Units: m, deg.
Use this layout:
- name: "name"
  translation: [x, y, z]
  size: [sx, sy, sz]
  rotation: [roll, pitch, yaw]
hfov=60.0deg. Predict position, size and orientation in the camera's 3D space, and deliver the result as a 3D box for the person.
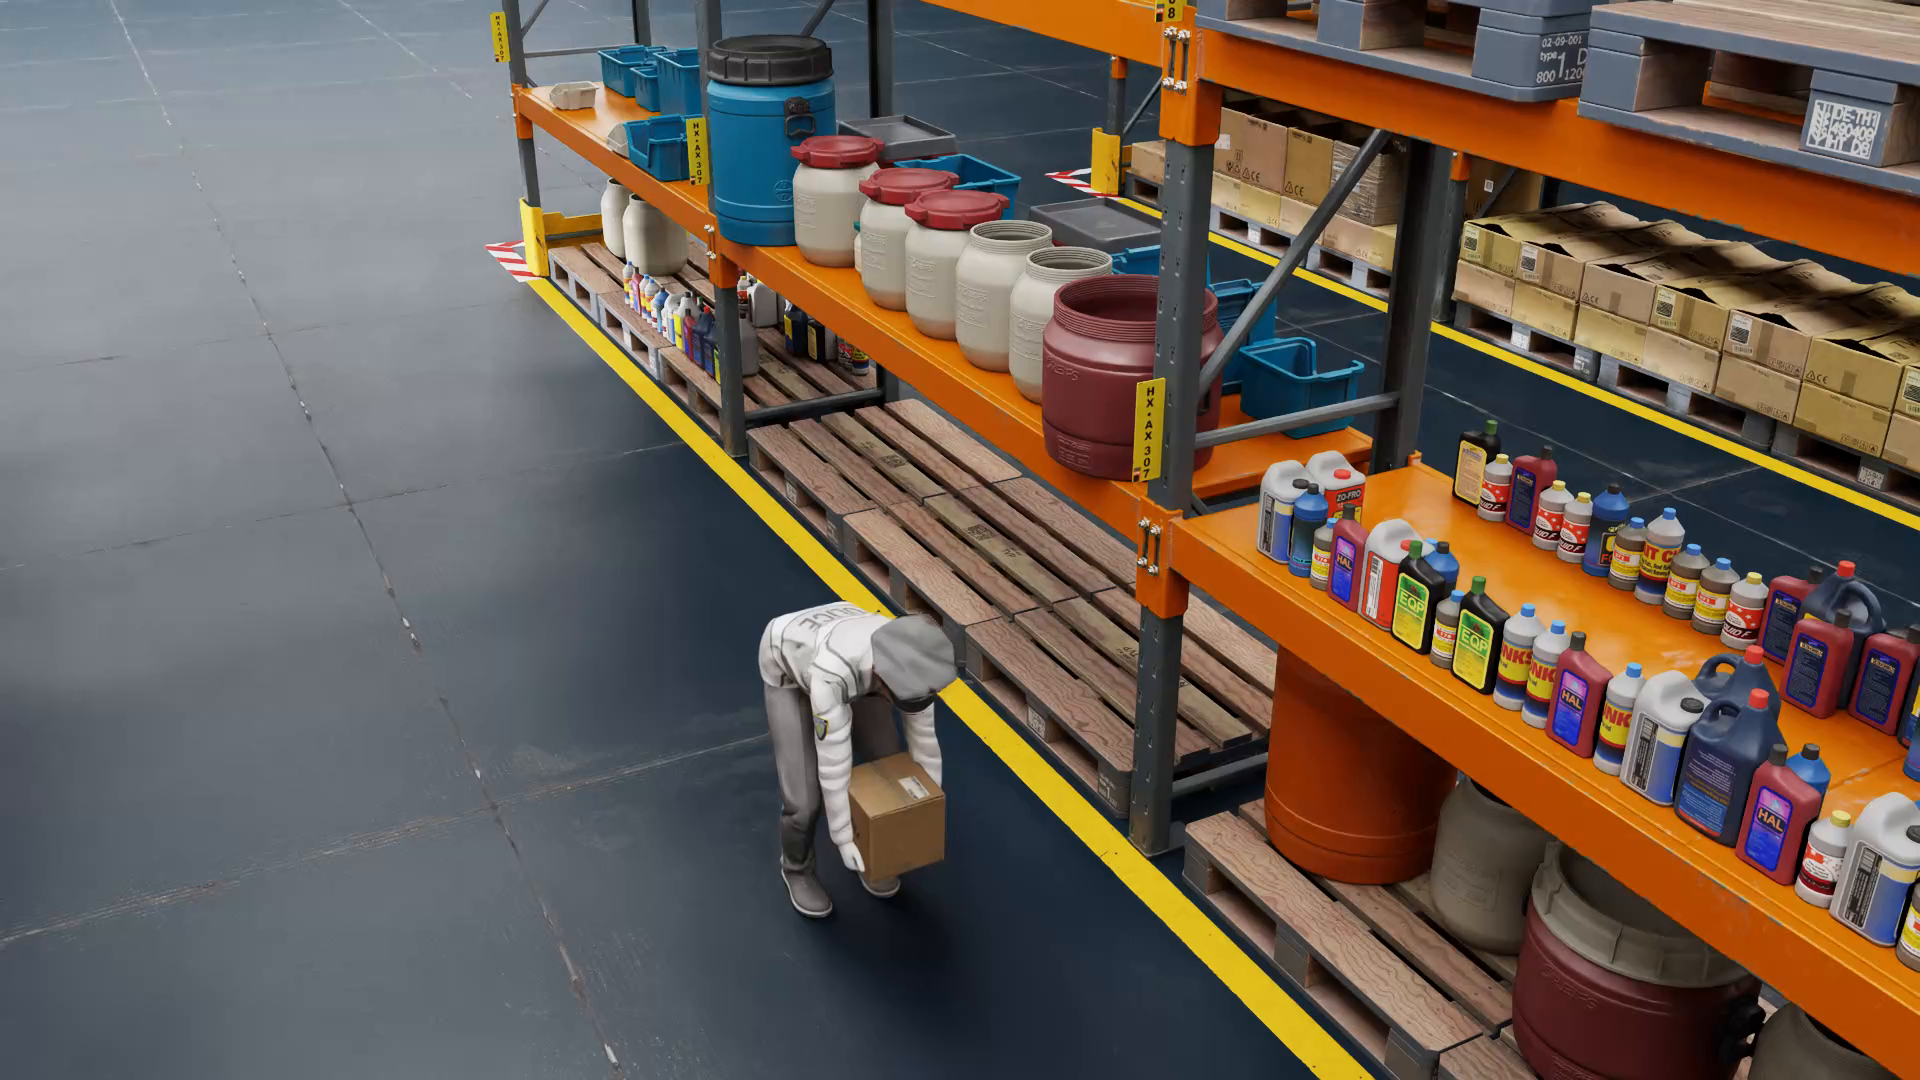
- name: "person"
  translation: [-0.308, 0.686, 5.179]
  size: [0.423, 1.240, 0.897]
  rotation: [-14, 29, -27]
